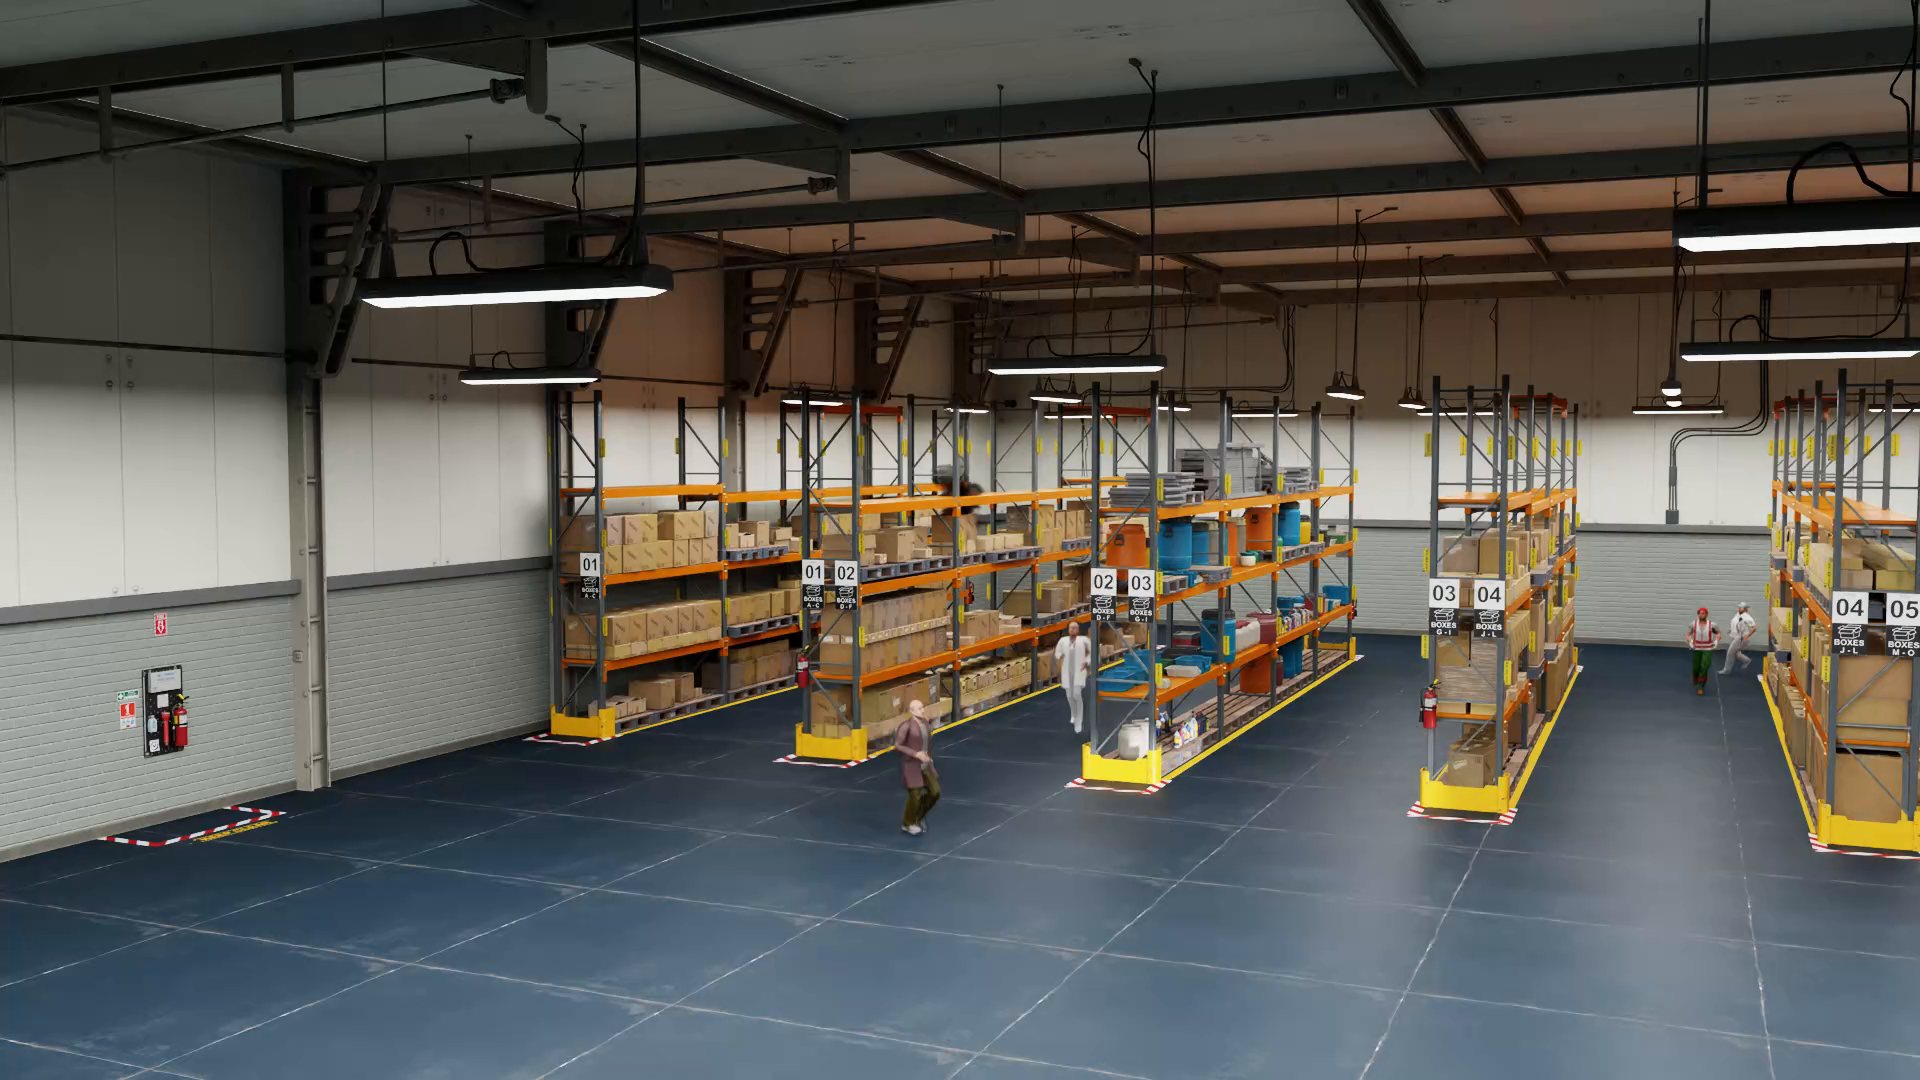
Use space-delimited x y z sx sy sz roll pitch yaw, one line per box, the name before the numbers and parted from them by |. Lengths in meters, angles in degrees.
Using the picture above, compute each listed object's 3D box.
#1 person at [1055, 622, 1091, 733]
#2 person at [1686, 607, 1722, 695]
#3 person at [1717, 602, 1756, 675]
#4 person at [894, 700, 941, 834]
person | 1.941 2.340 28.436 0.693 1.875 0.727 1 3 20
person | 15.208 2.254 34.023 0.661 1.773 0.798 2 4 28
person | 17.195 2.172 36.637 0.827 1.620 0.671 0 3 -6
person | -0.531 2.938 21.466 0.717 1.746 0.653 -3 4 -44
